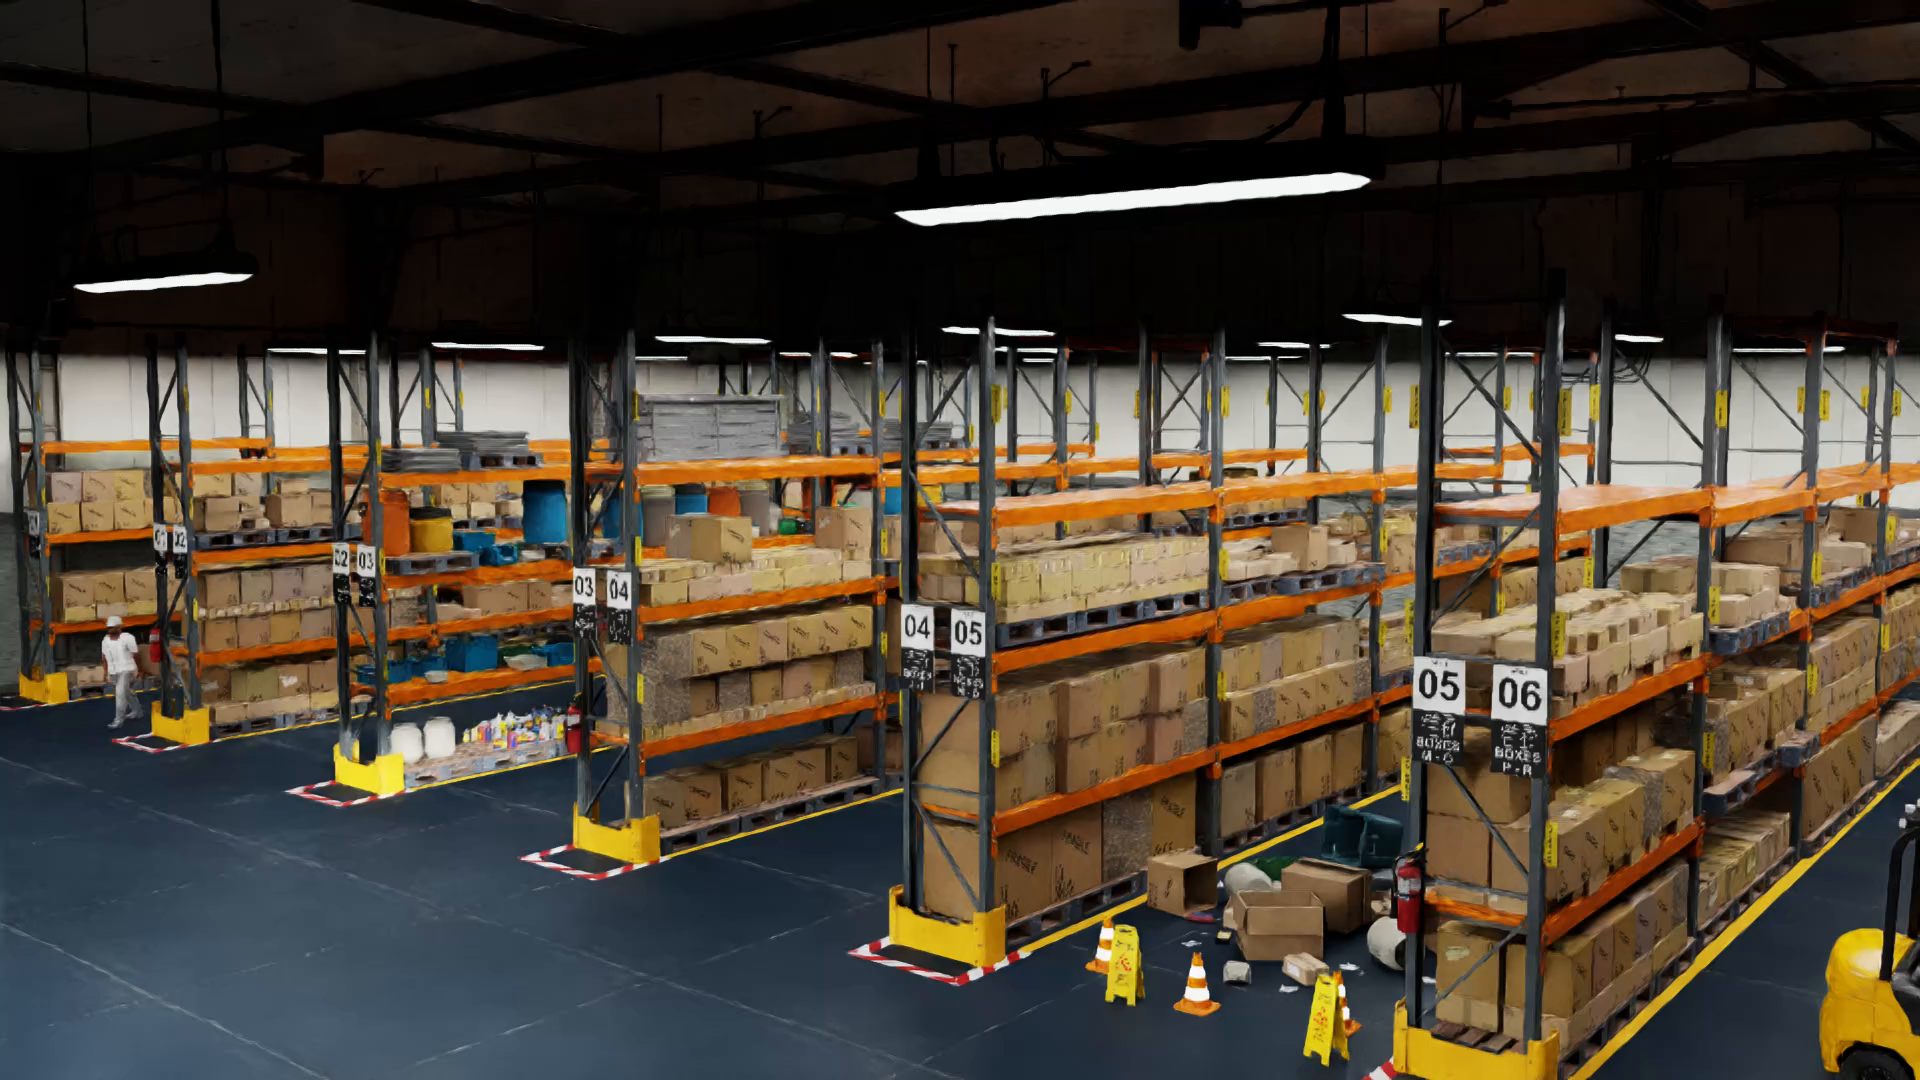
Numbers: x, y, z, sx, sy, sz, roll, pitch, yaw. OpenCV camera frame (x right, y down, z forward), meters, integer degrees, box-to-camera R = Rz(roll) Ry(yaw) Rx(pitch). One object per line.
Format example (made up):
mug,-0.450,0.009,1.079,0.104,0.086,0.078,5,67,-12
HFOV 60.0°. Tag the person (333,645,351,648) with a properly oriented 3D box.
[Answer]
person,-11.028,1.681,29.561,0.997,1.621,0.482,-5,7,-42

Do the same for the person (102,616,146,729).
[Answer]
person,-12.951,2.014,25.639,0.617,1.725,0.965,2,5,17
